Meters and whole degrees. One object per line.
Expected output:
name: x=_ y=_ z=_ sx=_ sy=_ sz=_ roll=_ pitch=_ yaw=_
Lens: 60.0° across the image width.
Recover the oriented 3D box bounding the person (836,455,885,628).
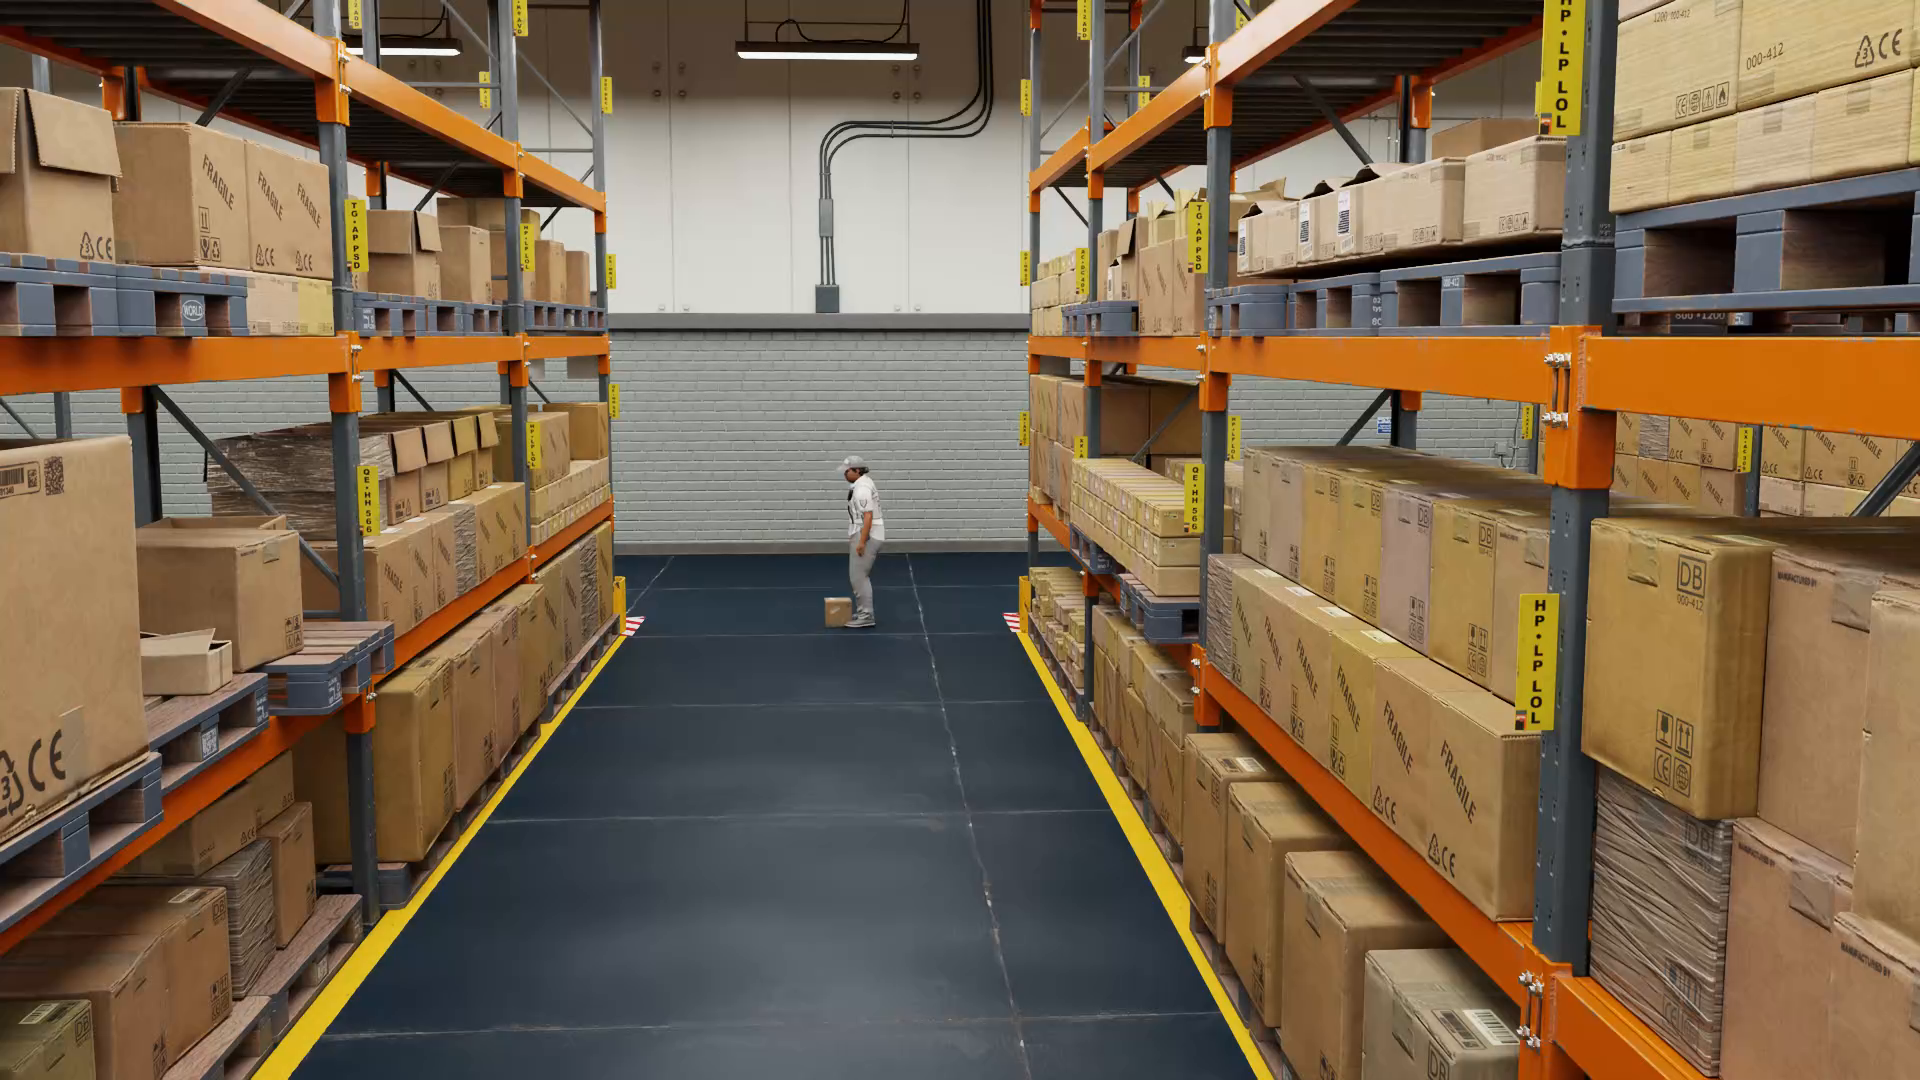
person: x=-0.974 y=0.003 z=16.209 sx=0.468 sy=1.665 sz=0.554 roll=-1 pitch=7 yaw=-7
